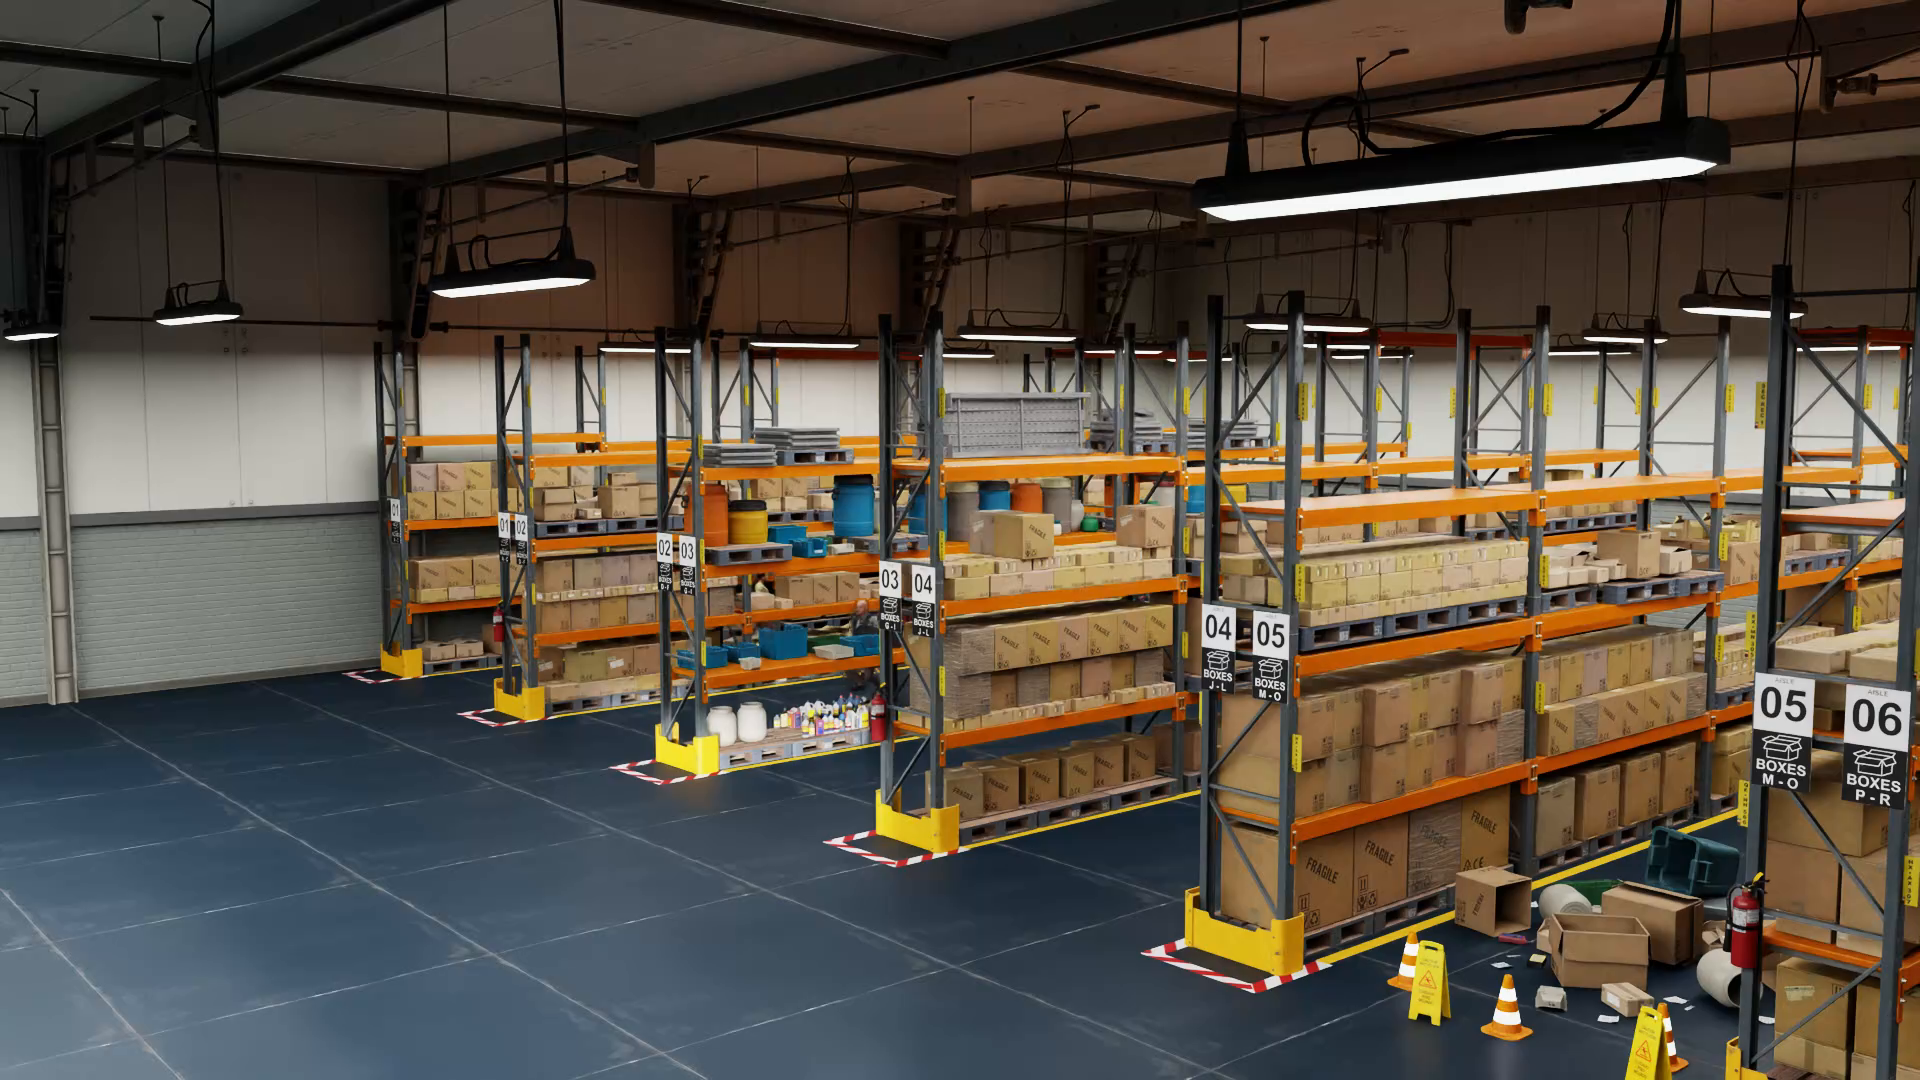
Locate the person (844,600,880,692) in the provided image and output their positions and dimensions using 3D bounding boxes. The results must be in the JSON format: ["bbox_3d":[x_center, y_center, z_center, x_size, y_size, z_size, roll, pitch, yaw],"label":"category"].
[{"bbox_3d":[-1.524,1.771,26.883,0.624,1.638,0.755,4,7,37],"label":"person"}]

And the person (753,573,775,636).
[{"bbox_3d":[-3.861,1.405,32.187,0.476,1.624,0.475,-3,6,-27],"label":"person"}]
